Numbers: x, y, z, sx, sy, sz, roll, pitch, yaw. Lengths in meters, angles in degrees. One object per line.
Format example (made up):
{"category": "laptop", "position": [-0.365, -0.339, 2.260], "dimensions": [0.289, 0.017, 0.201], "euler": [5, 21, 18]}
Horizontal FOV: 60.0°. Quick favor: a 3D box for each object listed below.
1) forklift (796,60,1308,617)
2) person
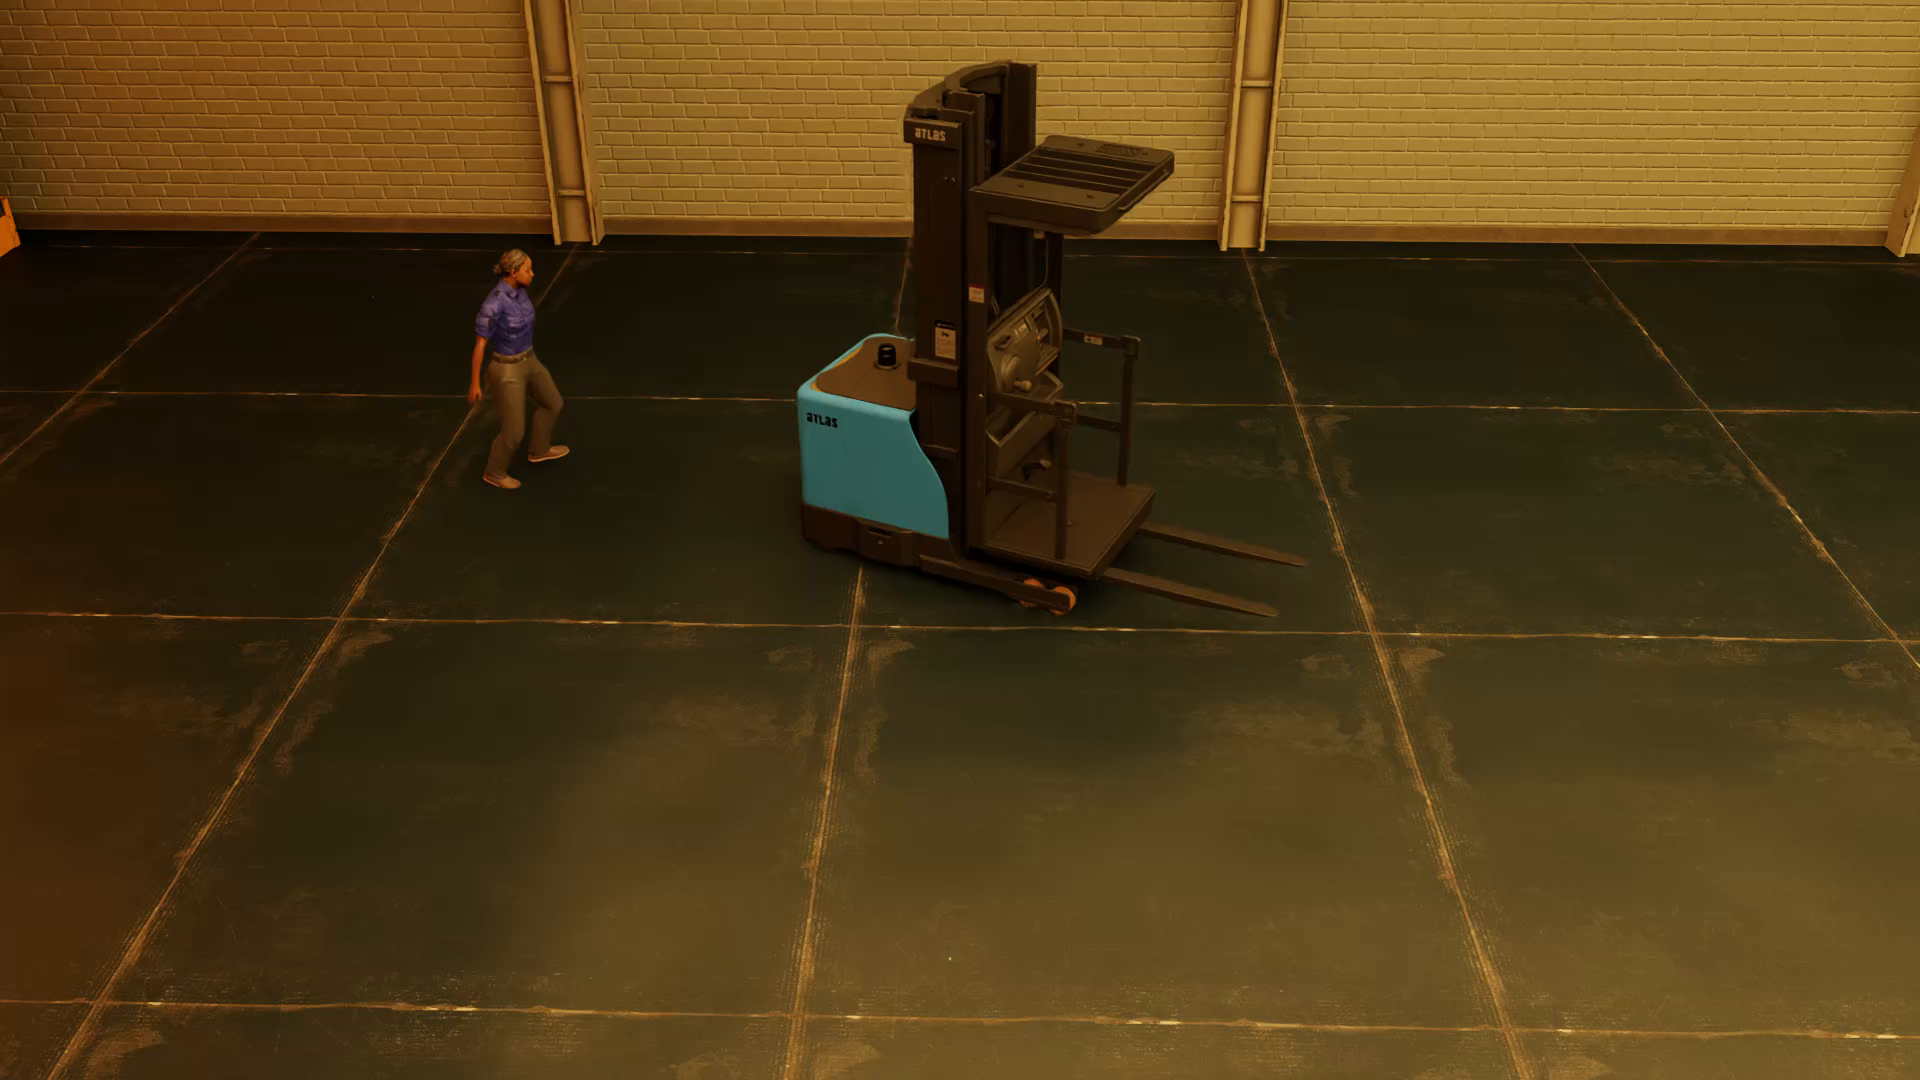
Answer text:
{"category": "forklift", "position": [0.558, -1.131, 9.532], "dimensions": [3.031, 2.935, 1.130], "euler": [14, 33, 22]}
{"category": "person", "position": [-2.939, -1.105, 10.846], "dimensions": [0.426, 1.636, 0.813], "euler": [10, 32, 16]}
